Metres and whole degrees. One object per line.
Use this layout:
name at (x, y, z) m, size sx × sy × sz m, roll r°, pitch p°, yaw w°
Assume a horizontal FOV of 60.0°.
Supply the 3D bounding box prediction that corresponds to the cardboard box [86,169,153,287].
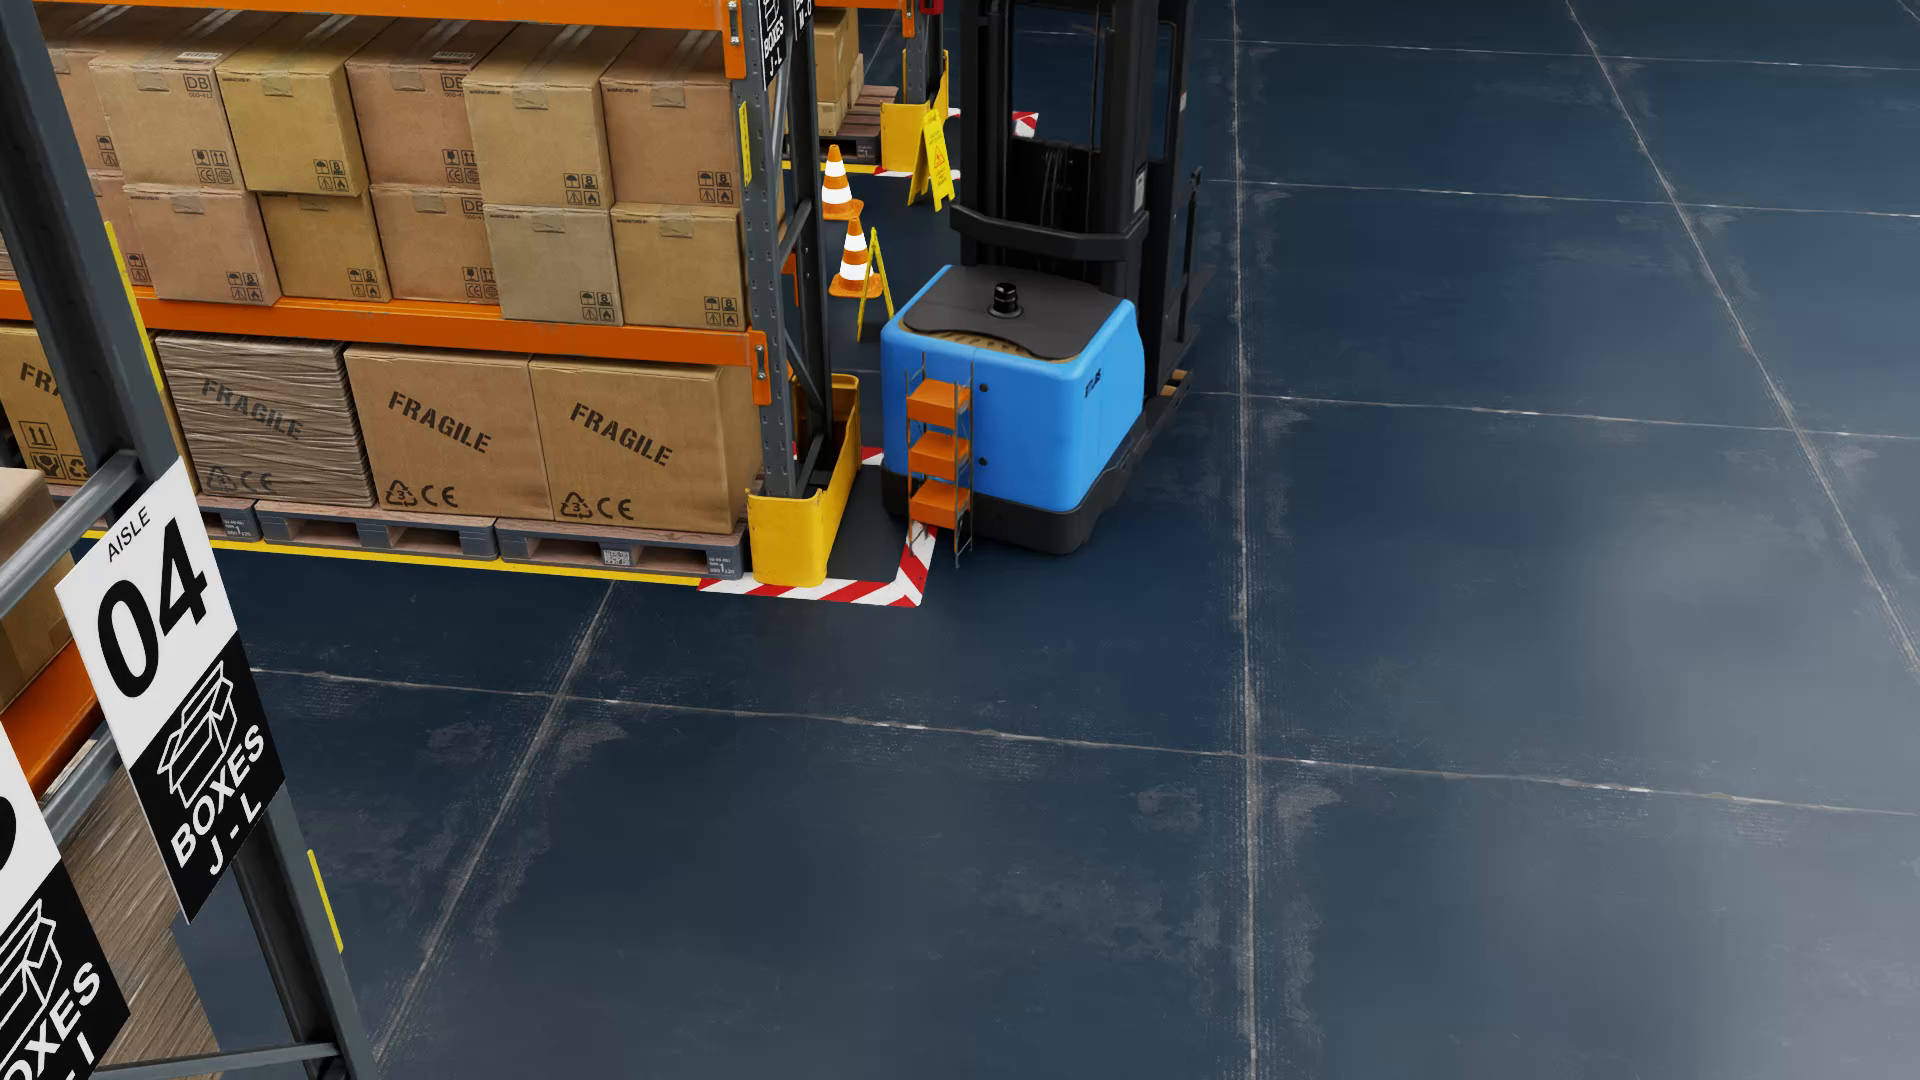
cardboard box at (-3.833, -1.649, 7.849) m, size 0.550 × 0.550 × 0.875 m, roll 4°, pitch 36°, yaw 6°

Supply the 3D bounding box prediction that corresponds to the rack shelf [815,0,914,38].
rack shelf at (-2.235, -4.055, 11.968) m, size 4.000 × 0.370 × 1.077 m, roll 4°, pitch 36°, yaw 6°

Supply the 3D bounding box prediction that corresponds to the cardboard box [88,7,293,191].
cardboard box at (-3.309, -1.996, 7.406) m, size 0.550 × 0.550 × 0.875 m, roll 4°, pitch 36°, yaw 6°

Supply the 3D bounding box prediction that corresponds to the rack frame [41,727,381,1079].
rack frame at (-1.513, 1.511, 3.551) m, size 0.127 × 3.000 × 1.000 m, roll 4°, pitch 36°, yaw 6°

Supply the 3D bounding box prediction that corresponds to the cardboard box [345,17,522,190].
cardboard box at (-2.240, -1.997, 7.408) m, size 0.550 × 0.550 × 0.875 m, roll 4°, pitch 36°, yaw 6°

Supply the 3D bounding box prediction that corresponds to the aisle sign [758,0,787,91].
aisle sign at (-0.749, -2.220, 6.540) m, size 0.004 × 0.787 × 0.394 m, roll 4°, pitch 36°, yaw 6°

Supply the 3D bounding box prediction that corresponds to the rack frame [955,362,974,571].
rack frame at (0.020, -0.333, 7.813) m, size 0.008 × 1.050 × 0.200 m, roll 14°, pitch 38°, yaw 19°

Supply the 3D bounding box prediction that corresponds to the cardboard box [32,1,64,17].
cardboard box at (-4.387, -2.089, 7.537) m, size 0.550 × 0.550 × 0.875 m, roll 4°, pitch 36°, yaw 6°

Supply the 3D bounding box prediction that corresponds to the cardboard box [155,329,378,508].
cardboard box at (-3.239, -0.791, 8.243) m, size 0.875 × 0.875 × 0.875 m, roll 5°, pitch 36°, yaw 6°

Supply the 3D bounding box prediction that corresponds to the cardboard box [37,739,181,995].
cardboard box at (-2.024, 0.744, 3.422) m, size 0.500 × 0.500 × 0.500 m, roll 4°, pitch 36°, yaw 6°

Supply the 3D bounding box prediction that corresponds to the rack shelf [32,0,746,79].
rack shelf at (-2.765, -2.416, 7.090) m, size 4.000 × 0.370 × 1.077 m, roll 4°, pitch 36°, yaw 6°

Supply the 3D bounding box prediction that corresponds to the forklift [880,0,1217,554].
forklift at (0.663, -1.974, 8.493) m, size 1.130 × 2.935 × 3.031 m, roll 14°, pitch 38°, yaw 19°

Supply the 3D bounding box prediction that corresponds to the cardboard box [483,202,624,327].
cardboard box at (-1.703, -1.430, 7.543) m, size 0.550 × 0.550 × 0.875 m, roll 4°, pitch 36°, yaw 6°

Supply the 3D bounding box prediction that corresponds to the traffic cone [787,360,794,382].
traffic cone at (-1.127, -1.165, 9.484) m, size 0.334 × 0.463 × 0.336 m, roll 4°, pitch 36°, yaw 6°

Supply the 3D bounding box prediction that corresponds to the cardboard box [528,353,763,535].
cardboard box at (-1.462, -0.658, 8.057) m, size 0.875 × 0.875 × 0.875 m, roll 4°, pitch 36°, yaw 6°

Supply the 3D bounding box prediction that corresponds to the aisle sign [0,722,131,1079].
aisle sign at (-1.490, 0.630, 2.548) m, size 0.004 × 0.787 × 0.394 m, roll 4°, pitch 36°, yaw 6°

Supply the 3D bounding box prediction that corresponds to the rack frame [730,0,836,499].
rack frame at (-0.781, -1.340, 7.545) m, size 0.127 × 3.000 × 1.000 m, roll 4°, pitch 36°, yaw 6°

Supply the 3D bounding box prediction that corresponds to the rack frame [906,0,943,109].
rack frame at (-0.251, -4.199, 11.552) m, size 0.127 × 3.000 × 1.000 m, roll 4°, pitch 36°, yaw 6°

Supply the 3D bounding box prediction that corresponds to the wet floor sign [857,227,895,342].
wet floor sign at (-0.500, -1.520, 9.825) m, size 0.232 × 0.644 × 0.267 m, roll -2°, pitch 36°, yaw -2°

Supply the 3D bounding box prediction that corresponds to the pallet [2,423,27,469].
pallet at (-5.524, -0.514, 8.789) m, size 1.213 × 0.211 × 1.003 m, roll 4°, pitch 36°, yaw 6°

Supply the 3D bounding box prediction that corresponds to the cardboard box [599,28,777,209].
cardboard box at (-1.144, -1.890, 7.258) m, size 0.550 × 0.550 × 0.875 m, roll 4°, pitch 36°, yaw 6°

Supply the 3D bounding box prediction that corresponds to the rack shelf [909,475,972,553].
rack shelf at (-0.092, -0.127, 8.020) m, size 0.240 × 0.259 × 0.215 m, roll 14°, pitch 38°, yaw 19°

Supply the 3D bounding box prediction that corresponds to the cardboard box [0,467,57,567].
cardboard box at (-1.757, 0.035, 2.823) m, size 0.250 × 0.149 × 0.380 m, roll 4°, pitch 36°, yaw 6°

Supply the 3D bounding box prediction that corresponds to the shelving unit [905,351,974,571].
shelving unit at (-0.091, -0.362, 7.853) m, size 0.252 × 1.050 × 0.215 m, roll 14°, pitch 38°, yaw 19°

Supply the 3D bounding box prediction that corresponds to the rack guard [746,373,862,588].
rack guard at (-0.757, -0.321, 8.269) m, size 0.348 × 0.500 × 1.175 m, roll 4°, pitch 36°, yaw 6°

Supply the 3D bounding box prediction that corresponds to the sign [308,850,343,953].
sign at (-1.444, 0.846, 3.738) m, size 0.005 × 0.325 × 0.100 m, roll 4°, pitch 36°, yaw 6°

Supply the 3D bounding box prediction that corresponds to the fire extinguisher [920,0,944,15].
fire extinguisher at (-0.196, -3.894, 11.191) m, size 0.183 × 0.674 × 0.296 m, roll 4°, pitch 36°, yaw 6°

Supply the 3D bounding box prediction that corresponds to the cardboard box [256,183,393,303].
cardboard box at (-2.774, -1.560, 7.724) m, size 0.500 × 0.550 × 0.875 m, roll 4°, pitch 36°, yaw 6°

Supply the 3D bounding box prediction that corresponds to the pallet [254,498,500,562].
pallet at (-2.791, -0.311, 8.504) m, size 1.213 × 0.211 × 1.003 m, roll 4°, pitch 36°, yaw 6°

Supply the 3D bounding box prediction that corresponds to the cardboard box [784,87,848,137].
cardboard box at (-1.111, -3.158, 12.098) m, size 0.500 × 0.250 × 0.500 m, roll 4°, pitch 36°, yaw 6°

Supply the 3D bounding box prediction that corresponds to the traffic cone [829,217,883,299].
traffic cone at (-0.646, -1.791, 10.361) m, size 0.334 × 0.463 × 0.336 m, roll 4°, pitch 36°, yaw 6°

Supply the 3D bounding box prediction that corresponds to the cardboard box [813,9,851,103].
cardboard box at (-1.079, -3.465, 11.883) m, size 0.500 × 0.500 × 0.500 m, roll 4°, pitch 36°, yaw 6°
